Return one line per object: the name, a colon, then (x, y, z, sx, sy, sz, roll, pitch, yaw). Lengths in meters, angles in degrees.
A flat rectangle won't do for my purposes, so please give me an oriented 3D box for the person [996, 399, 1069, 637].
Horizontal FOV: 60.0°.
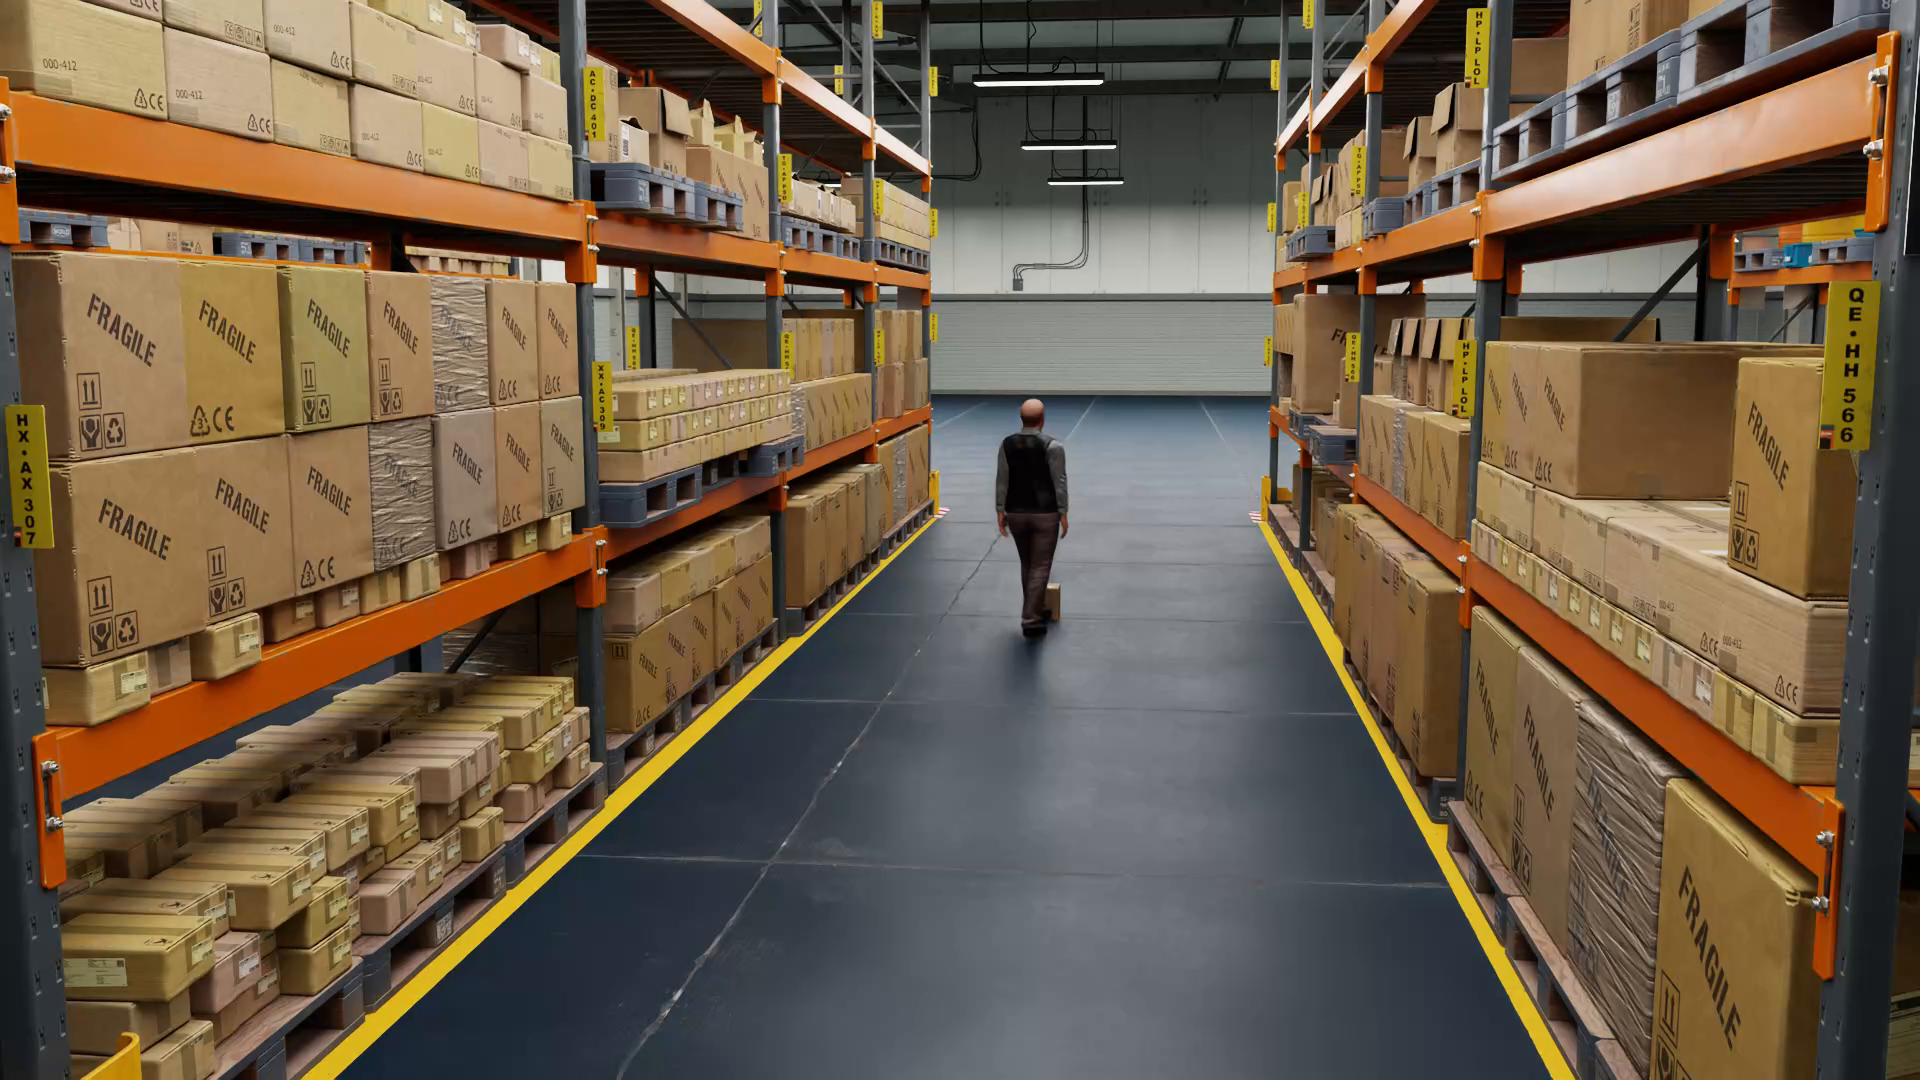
person: (0.604, -0.186, 12.217, 0.548, 1.708, 0.764, 4, 9, 30)
